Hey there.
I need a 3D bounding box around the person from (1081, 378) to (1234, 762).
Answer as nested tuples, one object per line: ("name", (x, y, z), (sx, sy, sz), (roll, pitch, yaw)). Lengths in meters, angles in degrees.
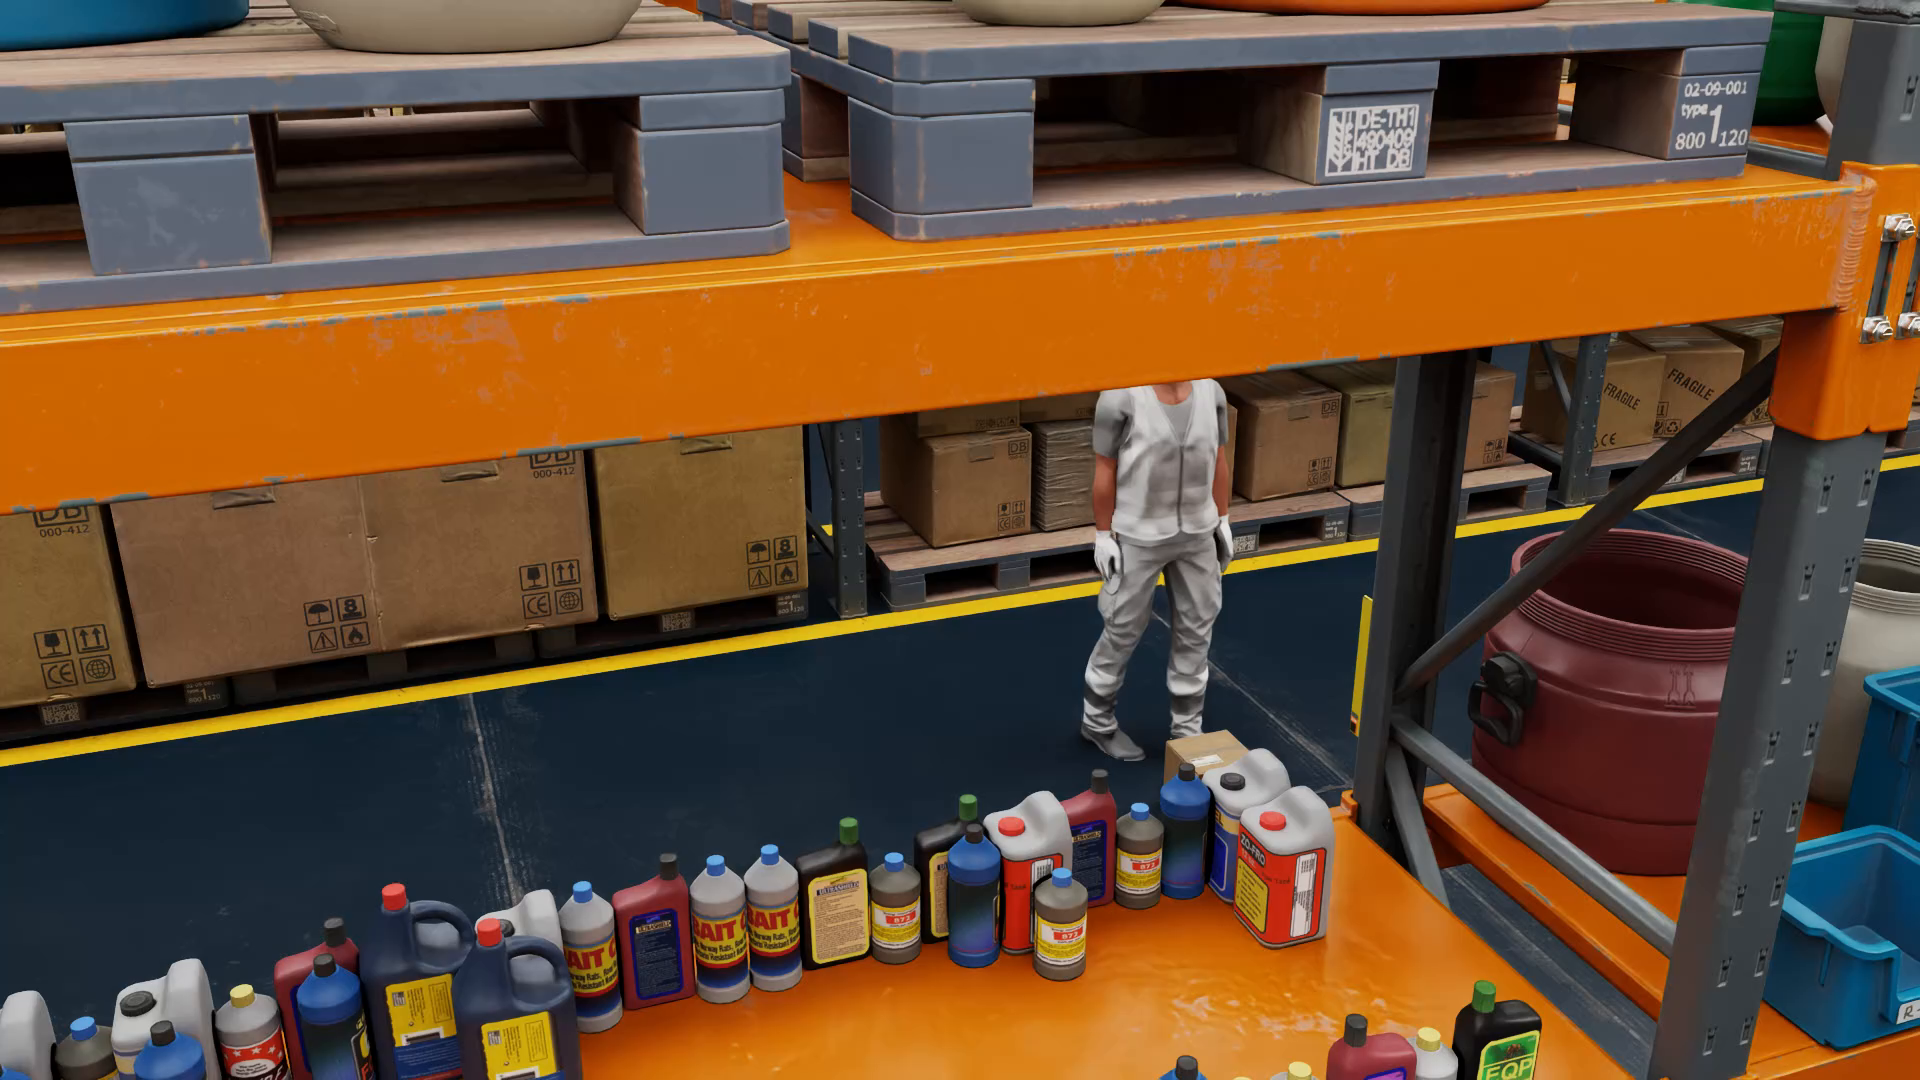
("person", (0.764, 0.005, 6.070), (0.541, 1.812, 0.482), (-7, 23, -17))
